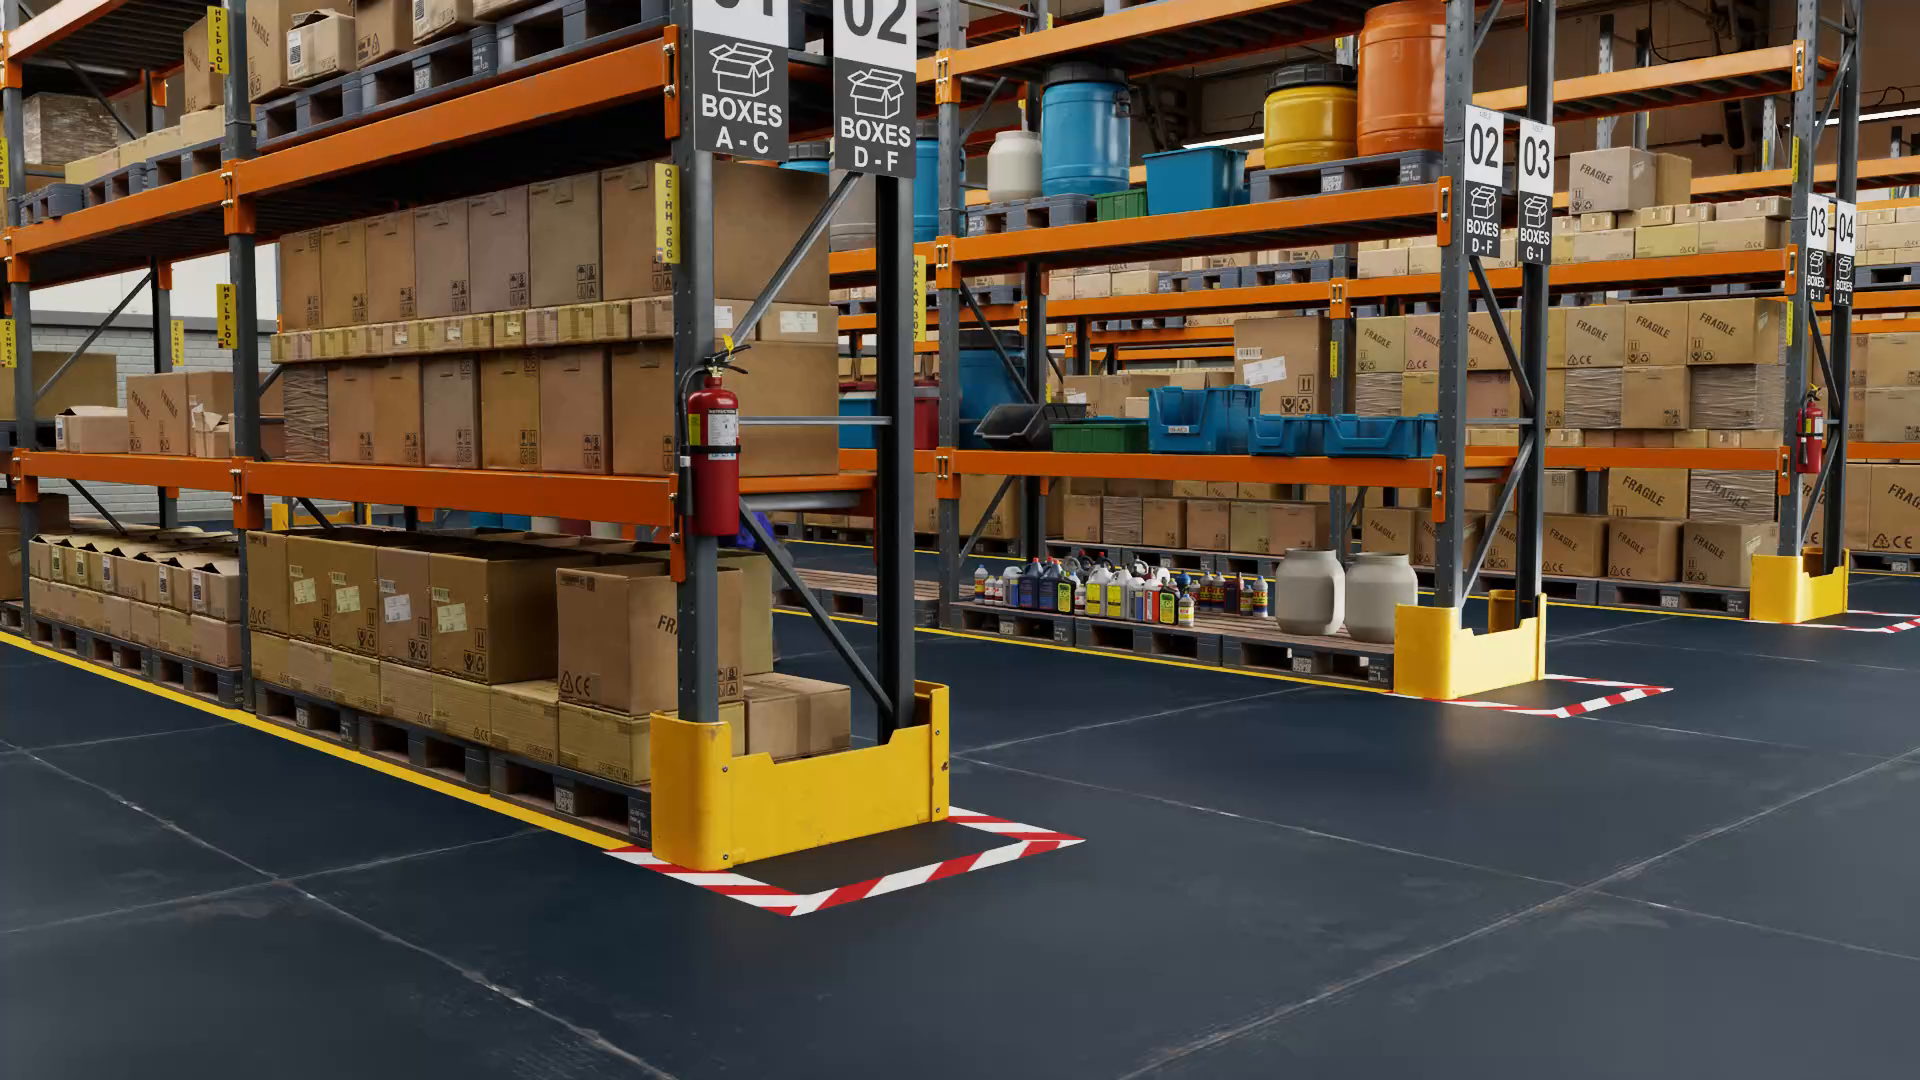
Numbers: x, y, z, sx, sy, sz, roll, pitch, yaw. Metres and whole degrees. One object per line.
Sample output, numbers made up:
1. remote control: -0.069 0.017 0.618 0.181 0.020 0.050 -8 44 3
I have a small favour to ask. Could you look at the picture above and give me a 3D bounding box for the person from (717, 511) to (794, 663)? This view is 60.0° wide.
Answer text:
1. person: -1.349 0.202 10.295 0.731 1.162 0.501 -4 6 -44
